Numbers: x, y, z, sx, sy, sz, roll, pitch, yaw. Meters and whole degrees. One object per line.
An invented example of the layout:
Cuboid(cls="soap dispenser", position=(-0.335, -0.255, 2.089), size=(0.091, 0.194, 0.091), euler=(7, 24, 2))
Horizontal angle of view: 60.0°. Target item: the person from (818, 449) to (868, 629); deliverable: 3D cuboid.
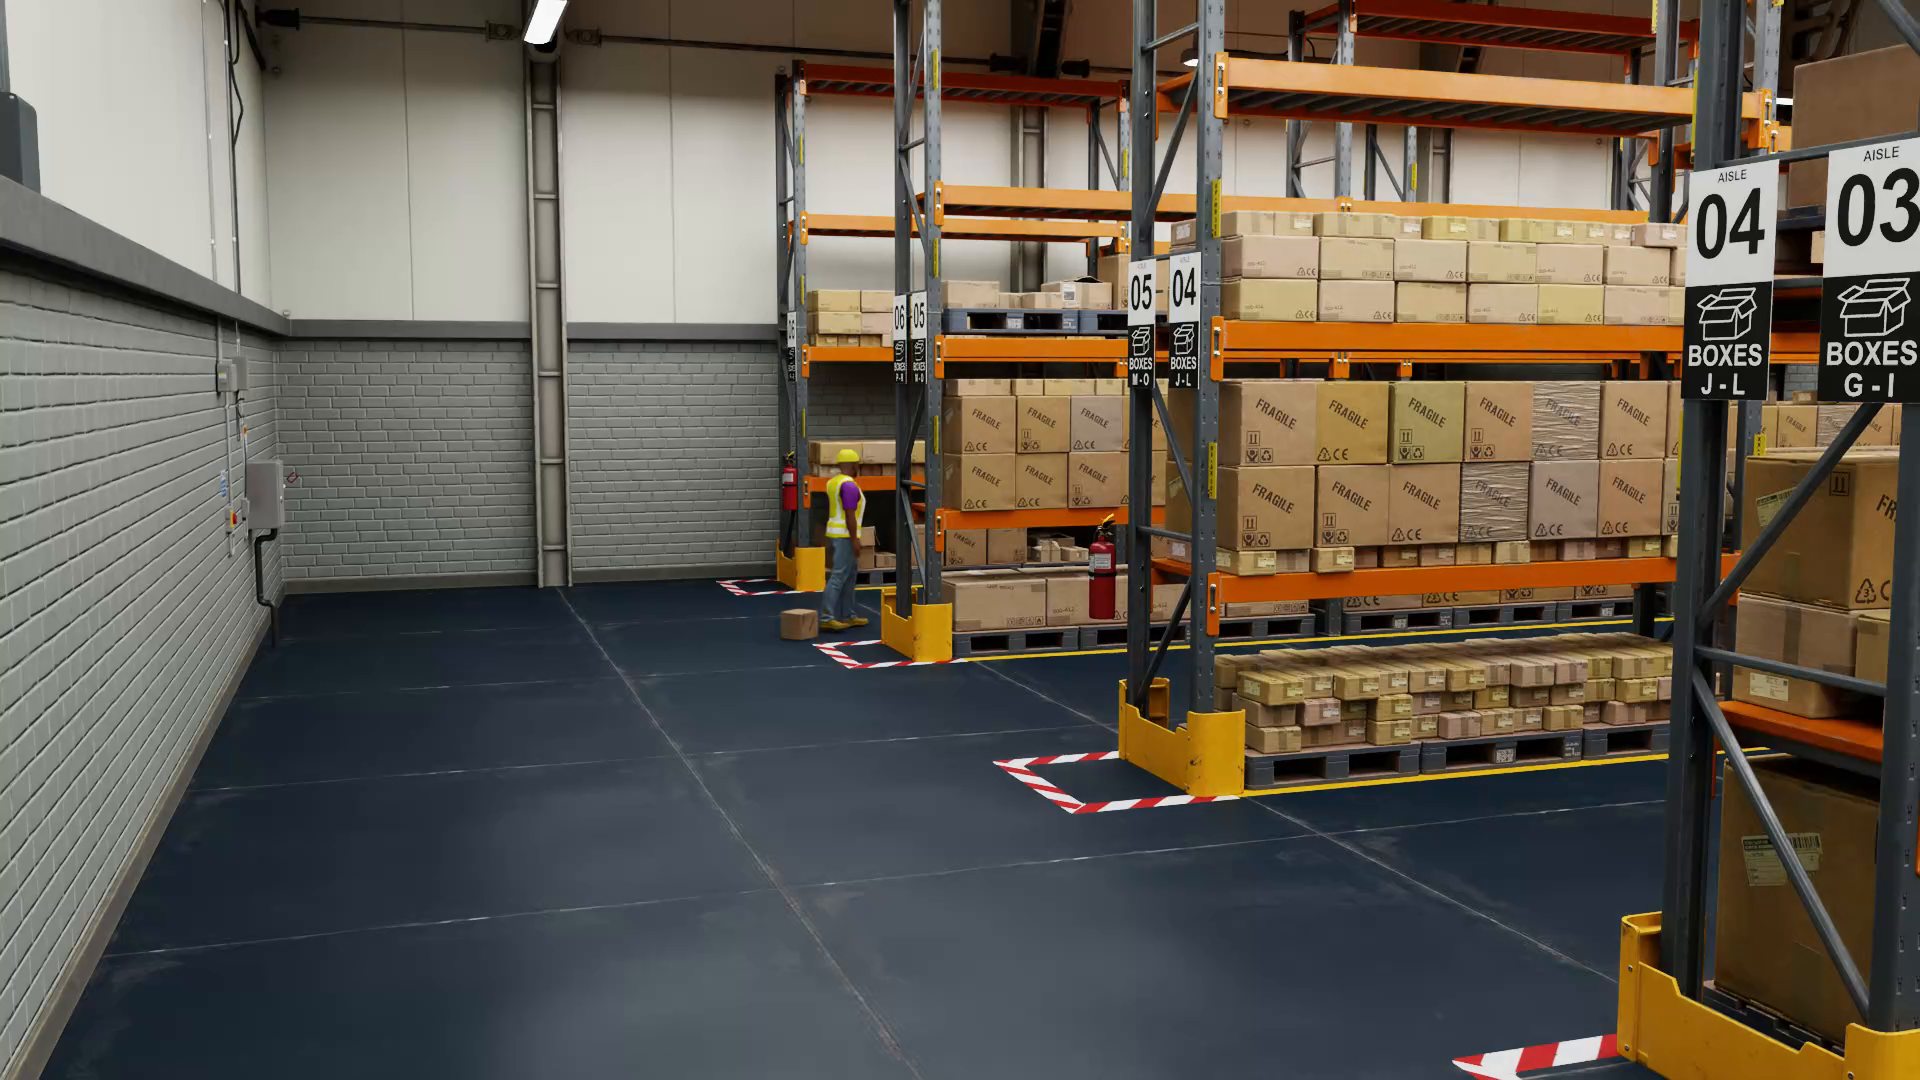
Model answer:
Cuboid(cls="person", position=(-1.134, -0.007, 16.276), size=(0.569, 1.766, 0.589), euler=(-2, 6, -19))
